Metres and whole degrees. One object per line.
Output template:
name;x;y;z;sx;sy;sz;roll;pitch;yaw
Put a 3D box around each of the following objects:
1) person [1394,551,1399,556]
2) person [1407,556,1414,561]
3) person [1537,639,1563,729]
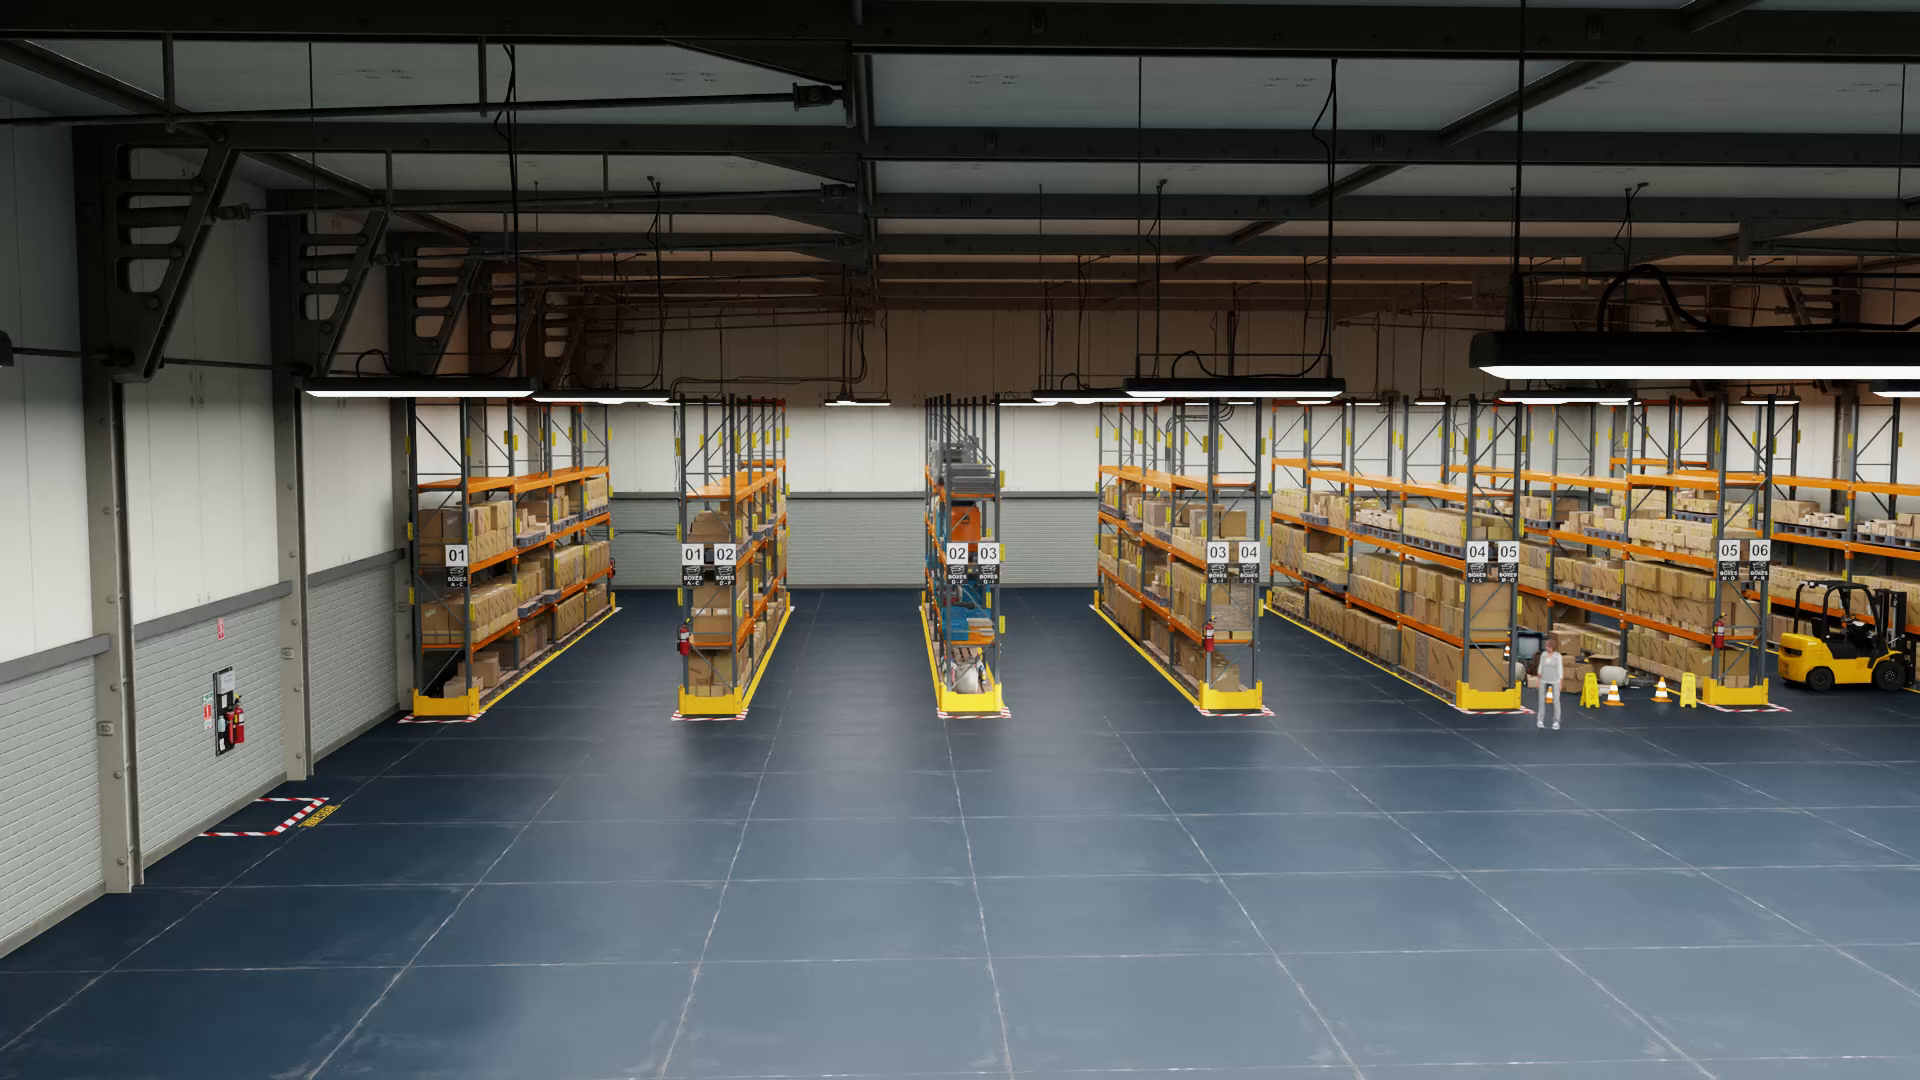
person;13.340;0.899;50.456;0.817;1.636;0.510;-2;5;-21
person;12.372;1.273;45.850;0.450;1.671;0.468;0;5;-4
person;10.550;2.567;29.769;0.455;1.603;0.367;4;6;38
